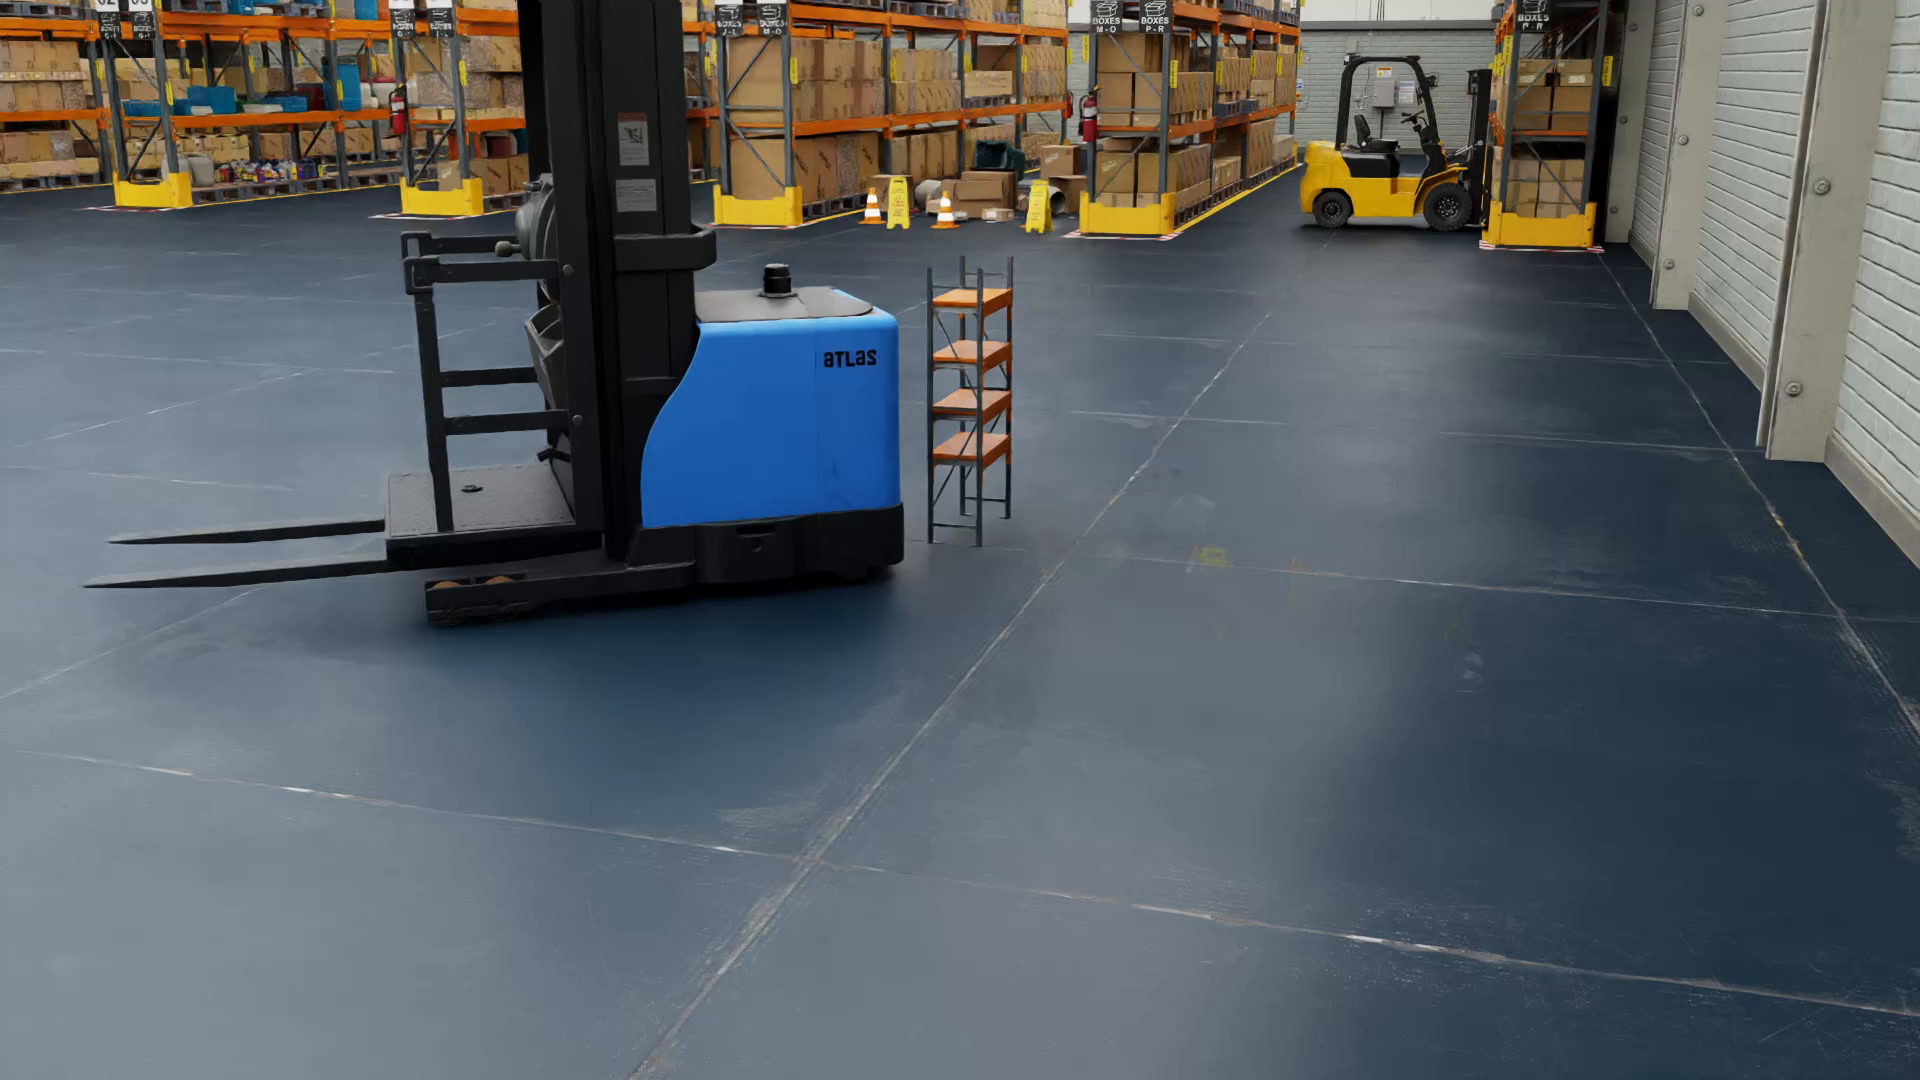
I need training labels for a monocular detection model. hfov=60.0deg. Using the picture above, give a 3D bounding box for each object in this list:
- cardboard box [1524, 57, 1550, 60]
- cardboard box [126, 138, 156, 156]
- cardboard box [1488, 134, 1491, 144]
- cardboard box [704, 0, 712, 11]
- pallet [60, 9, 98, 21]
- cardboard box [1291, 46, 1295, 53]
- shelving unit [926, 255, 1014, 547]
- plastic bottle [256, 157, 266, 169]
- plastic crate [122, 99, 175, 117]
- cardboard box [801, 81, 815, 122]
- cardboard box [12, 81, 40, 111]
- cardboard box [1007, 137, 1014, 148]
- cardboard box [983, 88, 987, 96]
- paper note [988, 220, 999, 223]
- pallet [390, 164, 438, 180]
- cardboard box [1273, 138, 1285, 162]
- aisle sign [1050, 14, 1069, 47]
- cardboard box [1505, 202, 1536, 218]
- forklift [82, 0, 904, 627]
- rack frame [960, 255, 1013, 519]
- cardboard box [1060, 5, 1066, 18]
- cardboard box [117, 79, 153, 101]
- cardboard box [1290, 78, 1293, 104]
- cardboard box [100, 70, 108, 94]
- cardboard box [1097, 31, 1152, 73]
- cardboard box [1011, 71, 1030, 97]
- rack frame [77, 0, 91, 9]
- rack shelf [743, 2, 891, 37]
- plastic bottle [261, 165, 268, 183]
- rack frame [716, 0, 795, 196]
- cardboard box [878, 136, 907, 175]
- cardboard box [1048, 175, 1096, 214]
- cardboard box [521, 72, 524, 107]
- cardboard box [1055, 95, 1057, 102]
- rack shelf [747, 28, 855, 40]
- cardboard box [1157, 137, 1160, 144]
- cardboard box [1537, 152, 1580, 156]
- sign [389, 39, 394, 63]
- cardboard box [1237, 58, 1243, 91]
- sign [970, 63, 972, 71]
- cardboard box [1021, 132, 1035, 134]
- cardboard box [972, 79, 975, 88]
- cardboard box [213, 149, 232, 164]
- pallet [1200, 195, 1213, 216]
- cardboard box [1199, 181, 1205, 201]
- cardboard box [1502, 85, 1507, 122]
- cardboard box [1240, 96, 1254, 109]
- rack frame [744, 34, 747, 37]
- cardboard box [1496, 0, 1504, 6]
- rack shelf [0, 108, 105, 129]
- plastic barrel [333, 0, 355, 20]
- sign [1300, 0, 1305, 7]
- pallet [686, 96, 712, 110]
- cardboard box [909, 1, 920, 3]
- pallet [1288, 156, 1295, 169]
[{"bbox_3d":[10.936,-8.881,31.498,0.500,0.500,0.500,4,16,14],"label":"cardboard box"},{"bbox_3d":[-15.271,-7.277,30.731,0.500,0.311,0.500,4,16,15],"label":"cardboard box"},{"bbox_3d":[11.130,-7.975,33.755,0.797,0.503,0.637,4,16,14],"label":"cardboard box"},{"bbox_3d":[-5.036,-10.046,30.795,0.797,0.503,0.637,6,17,19],"label":"cardboard box"},{"bbox_3d":[-15.536,-9.492,30.150,0.805,0.209,1.217,4,16,14],"label":"pallet"},{"bbox_3d":[6.683,-10.100,34.237,0.380,0.149,0.250,4,16,15],"label":"cardboard box"},{"bbox_3d":[0.047,-0.621,7.318,0.258,1.200,0.503,5,16,16],"label":"shelving unit"},{"bbox_3d":[-11.707,-6.233,27.854,0.144,0.351,0.185,4,16,14],"label":"plastic bottle"},{"bbox_3d":[-12.307,-6.560,25.232,0.499,0.251,0.616,5,16,16],"label":"plastic crate"},{"bbox_3d":[-2.490,-6.000,22.713,0.875,0.550,0.550,5,16,16],"label":"cardboard box"},{"bbox_3d":[-16.184,-7.571,28.341,0.700,0.500,0.500,5,17,17],"label":"cardboard box"},{"bbox_3d":[0.754,-7.608,32.466,0.500,0.500,0.500,4,16,15],"label":"cardboard box"},{"bbox_3d":[0.282,-8.305,30.802,0.380,0.149,0.250,5,17,17],"label":"cardboard box"},{"bbox_3d":[0.447,-4.298,22.426,0.148,0.019,0.142,-1,16,-3],"label":"paper note"},{"bbox_3d":[-10.147,-7.029,31.724,1.003,0.211,1.213,5,16,16],"label":"pallet"},{"bbox_3d":[6.033,-7.824,33.342,0.875,0.438,0.875,4,16,14],"label":"cardboard box"},{"bbox_3d":[2.168,-11.115,36.254,0.394,0.787,0.004,5,16,16],"label":"aisle sign"},{"bbox_3d":[6.678,-3.967,20.089,0.500,0.250,0.500,5,17,16],"label":"cardboard box"},{"bbox_3d":[-1.803,-1.249,6.361,3.031,2.935,1.130,-5,17,-18],"label":"forklift"},{"bbox_3d":[0.116,-0.684,7.543,0.240,1.200,0.015,5,16,16],"label":"rack frame"},{"bbox_3d":[1.973,-11.339,35.672,0.500,0.250,0.500,4,16,14],"label":"cardboard box"},{"bbox_3d":[-15.391,-8.294,30.892,0.500,0.500,0.500,6,17,20],"label":"cardboard box"},{"bbox_3d":[6.594,-9.282,34.373,0.500,0.500,0.500,4,16,15],"label":"cardboard box"},{"bbox_3d":[-18.705,-9.913,36.015,0.500,0.500,0.500,5,16,16],"label":"cardboard box"},{"bbox_3d":[2.023,-6.147,20.945,0.700,0.500,0.500,4,16,15],"label":"cardboard box"},{"bbox_3d":[1.105,-9.123,33.267,0.500,0.500,0.500,4,16,15],"label":"cardboard box"},{"bbox_3d":[-15.774,-10.795,28.897,1.000,3.000,0.127,5,16,16],"label":"rack frame"},{"bbox_3d":[-2.119,-7.302,23.399,1.077,0.370,4.000,5,16,16],"label":"rack shelf"},{"bbox_3d":[-11.251,-5.916,26.884,0.097,0.271,0.097,0,16,0],"label":"plastic bottle"},{"bbox_3d":[-2.687,-5.682,21.865,1.000,3.000,0.127,5,16,16],"label":"rack frame"},{"bbox_3d":[-1.460,-6.018,26.402,1.050,0.750,0.750,5,16,16],"label":"cardboard box"},{"bbox_3d":[1.615,-4.995,24.019,0.500,0.500,0.500,-10,19,-32],"label":"cardboard box"},{"bbox_3d":[-6.868,-6.824,25.161,0.875,0.500,0.500,5,16,16],"label":"cardboard box"},{"bbox_3d":[1.874,-9.511,35.825,0.380,0.149,0.250,4,16,15],"label":"cardboard box"},{"bbox_3d":[-3.436,-10.853,35.917,1.077,0.370,4.000,5,16,16],"label":"rack shelf"},{"bbox_3d":[2.704,-5.762,23.852,0.380,0.149,0.250,5,17,17],"label":"cardboard box"},{"bbox_3d":[7.609,-4.807,21.215,0.500,0.250,0.500,4,16,15],"label":"cardboard box"},{"bbox_3d":[-7.941,-6.851,23.284,0.100,0.325,0.005,5,16,16],"label":"sign"},{"bbox_3d":[4.219,-7.402,26.432,0.500,0.500,0.500,3,16,12],"label":"cardboard box"},{"bbox_3d":[0.200,-9.278,32.957,0.100,0.325,0.005,5,16,16],"label":"sign"},{"bbox_3d":[1.422,-8.793,36.196,0.380,0.149,0.250,5,17,17],"label":"cardboard box"},{"bbox_3d":[0.064,-8.251,30.069,0.380,0.149,0.250,4,16,14],"label":"cardboard box"},{"bbox_3d":[-14.696,-7.543,32.695,0.500,0.250,0.500,4,16,15],"label":"cardboard box"},{"bbox_3d":[3.067,-4.851,24.046,1.003,0.211,1.213,5,16,16],"label":"pallet"},{"bbox_3d":[3.172,-4.935,23.500,0.500,0.250,0.500,4,16,14],"label":"cardboard box"},{"bbox_3d":[7.037,-5.407,20.712,0.500,0.500,0.500,4,16,15],"label":"cardboard box"},{"bbox_3d":[4.741,-7.454,28.387,0.500,0.250,0.500,4,16,15],"label":"cardboard box"},{"bbox_3d":[-4.004,-9.233,34.383,1.000,3.000,0.127,5,16,16],"label":"rack frame"},{"bbox_3d":[9.553,-9.407,29.008,0.380,0.149,0.250,5,17,17],"label":"cardboard box"},{"bbox_3d":[-16.343,-7.039,27.969,1.077,0.370,4.000,5,16,16],"label":"rack shelf"},{"bbox_3d":[-10.904,-9.529,29.012,0.600,0.901,0.600,0,16,0],"label":"plastic barrel"},{"bbox_3d":[7.151,-11.296,34.683,0.100,0.325,0.005,5,16,16],"label":"sign"},{"bbox_3d":[-5.241,-7.899,30.033,1.213,0.211,1.003,5,16,16],"label":"pallet"},{"bbox_3d":[-0.973,-9.093,27.715,0.500,0.250,0.500,5,17,17],"label":"cardboard box"},{"bbox_3d":[6.482,-7.954,34.985,1.003,0.211,1.213,5,16,16],"label":"pallet"}]
